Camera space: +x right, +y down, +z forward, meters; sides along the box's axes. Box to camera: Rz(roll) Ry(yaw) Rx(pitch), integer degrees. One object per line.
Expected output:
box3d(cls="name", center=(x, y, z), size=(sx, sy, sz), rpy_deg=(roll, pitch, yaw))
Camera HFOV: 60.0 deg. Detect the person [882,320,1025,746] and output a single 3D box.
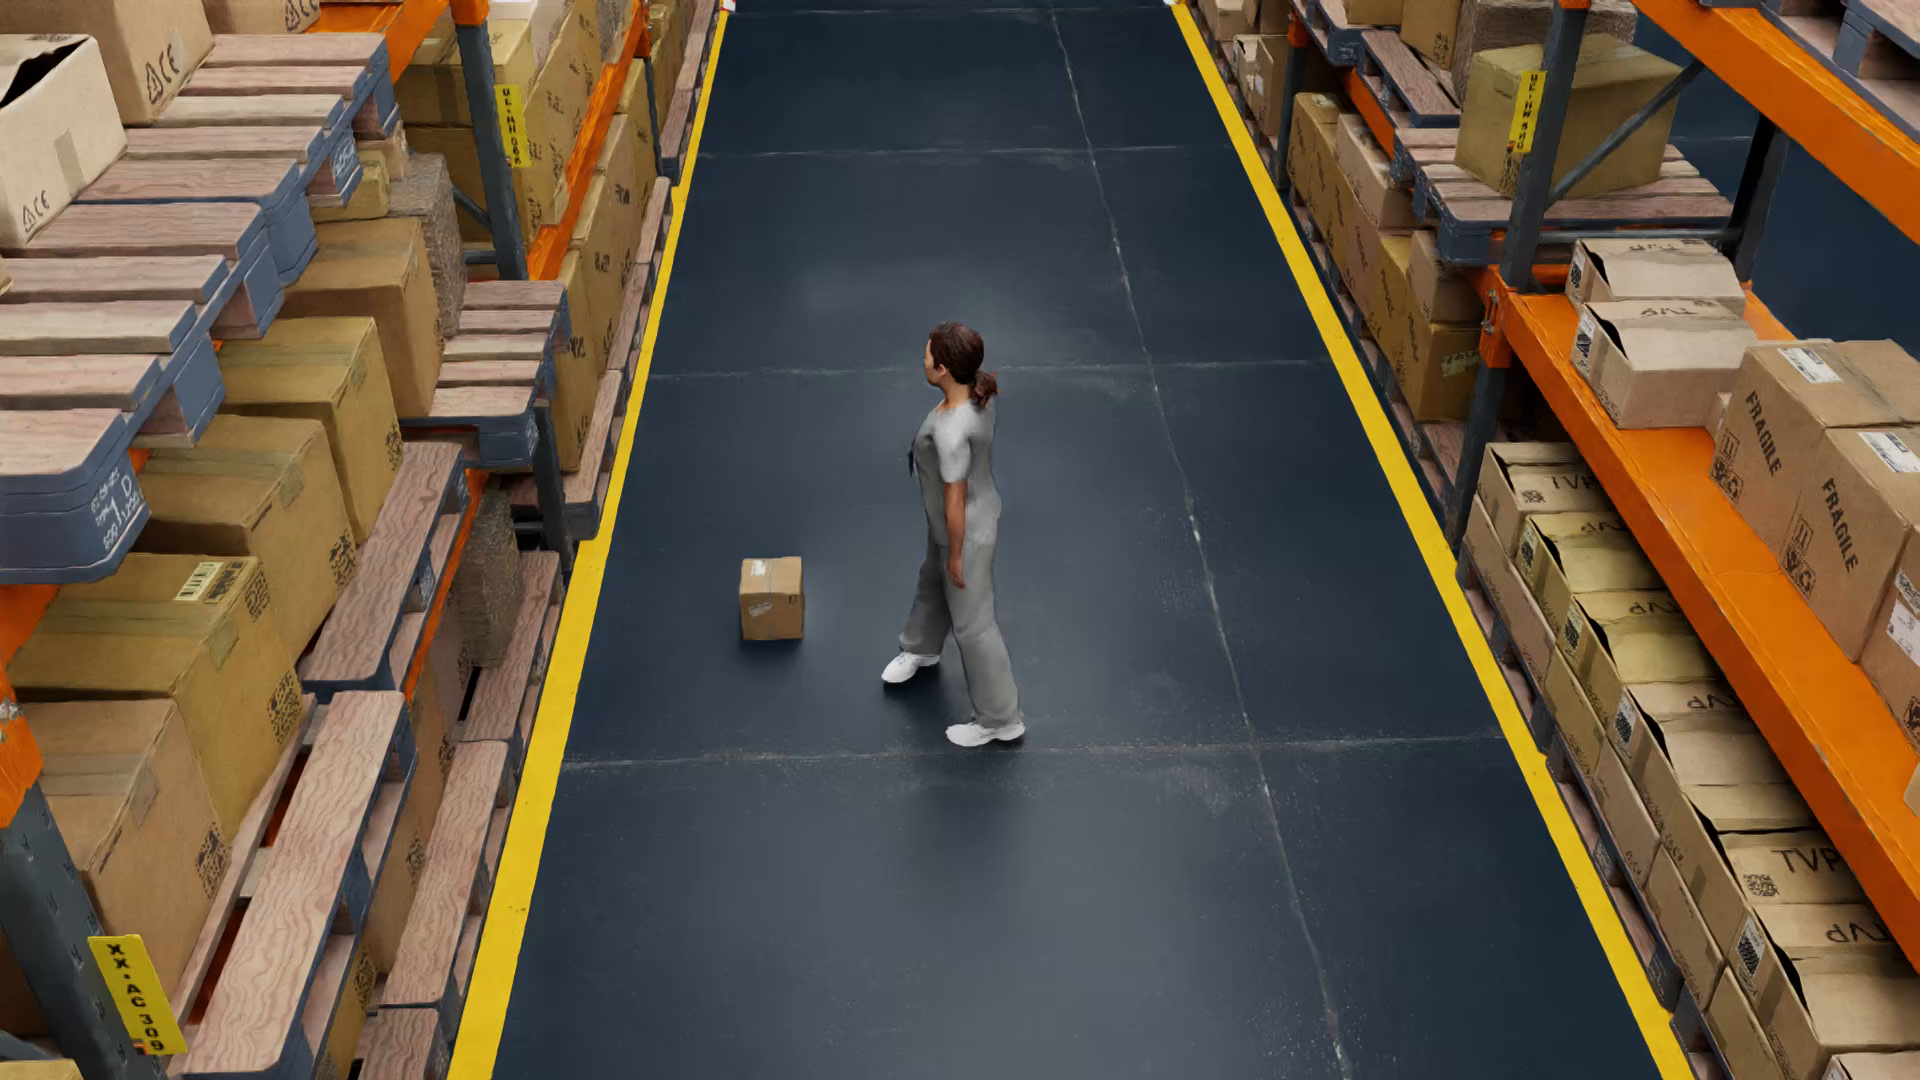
box3d(cls="person", center=(-0.018, -0.033, 6.208), size=(0.618, 1.671, 0.536), rpy_deg=(6, 36, 8))
